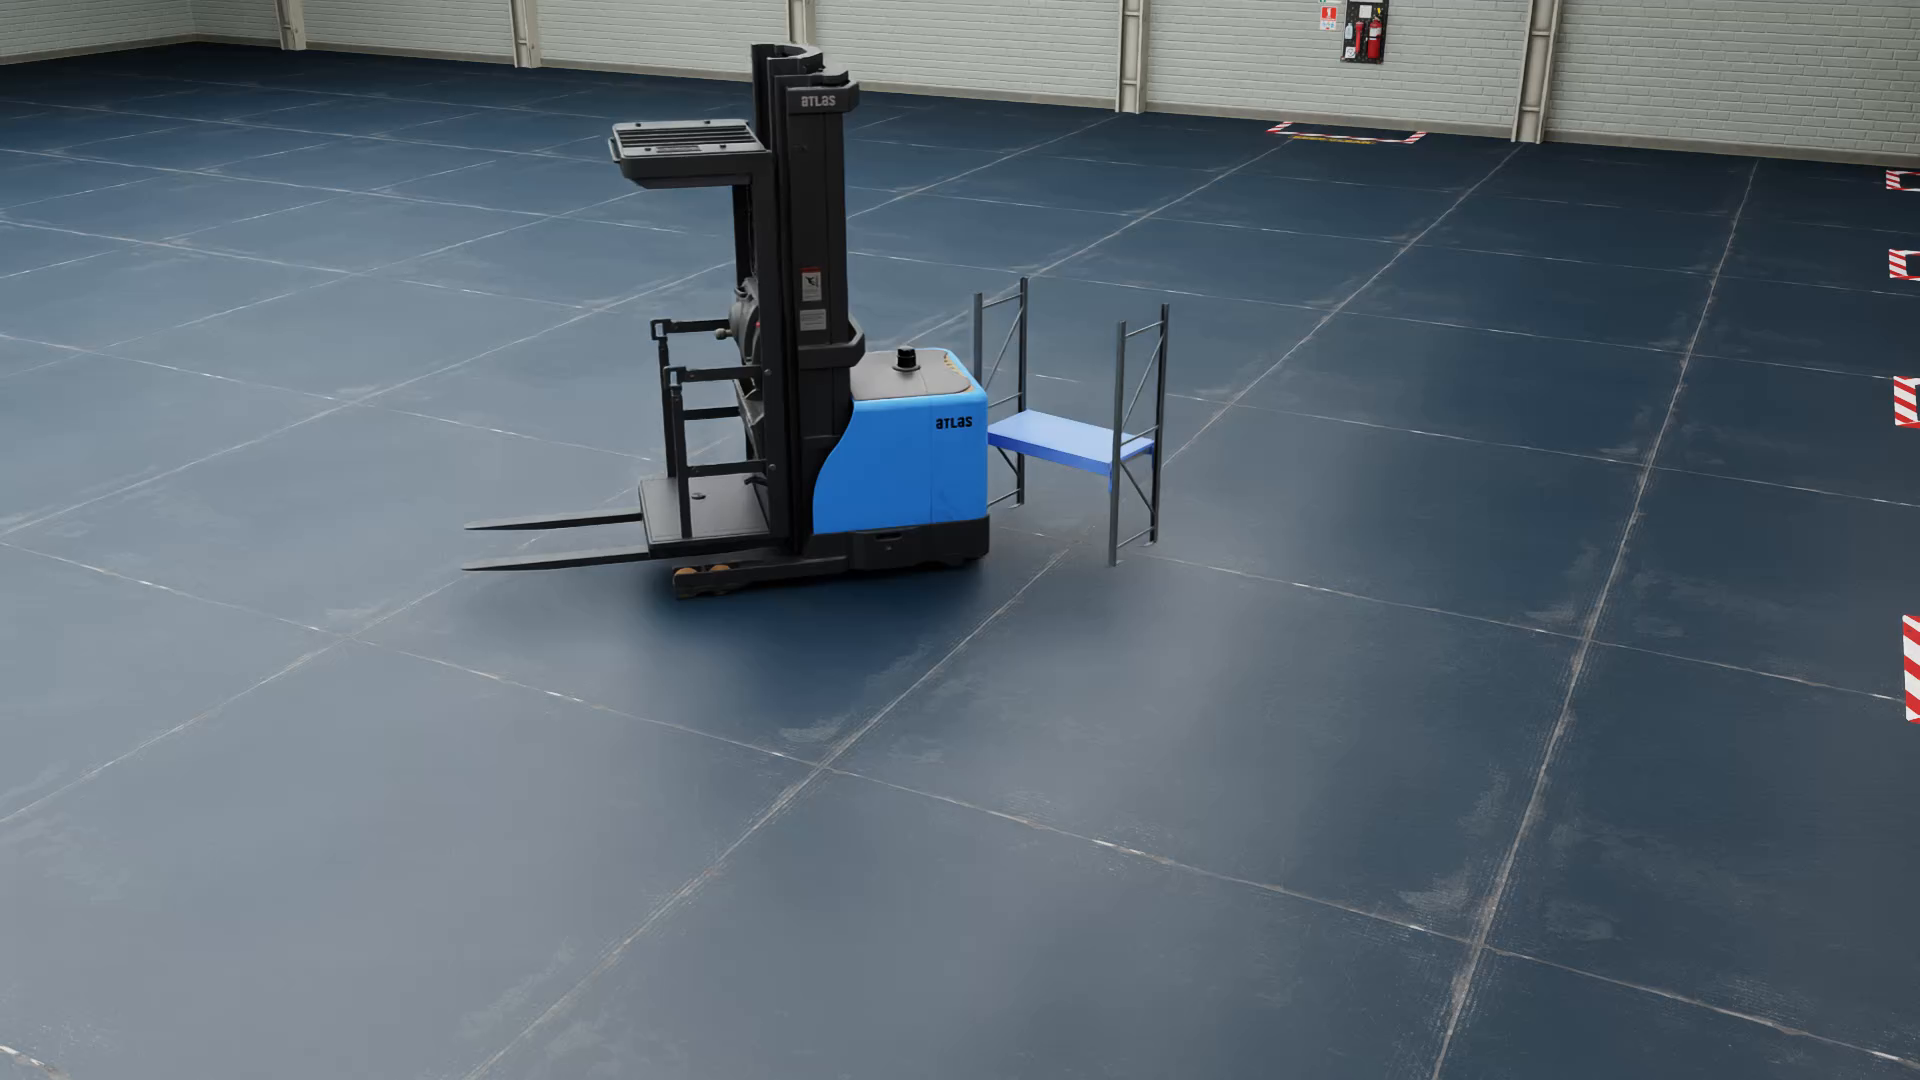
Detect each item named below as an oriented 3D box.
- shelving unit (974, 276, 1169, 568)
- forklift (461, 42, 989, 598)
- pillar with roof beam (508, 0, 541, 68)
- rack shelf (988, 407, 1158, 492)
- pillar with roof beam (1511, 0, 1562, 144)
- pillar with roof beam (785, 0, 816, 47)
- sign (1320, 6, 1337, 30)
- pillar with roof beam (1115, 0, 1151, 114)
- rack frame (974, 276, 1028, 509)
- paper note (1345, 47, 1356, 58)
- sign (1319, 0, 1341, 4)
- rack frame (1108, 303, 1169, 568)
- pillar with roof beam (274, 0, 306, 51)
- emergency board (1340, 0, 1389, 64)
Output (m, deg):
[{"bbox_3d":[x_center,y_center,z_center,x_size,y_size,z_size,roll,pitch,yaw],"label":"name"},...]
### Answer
[{"bbox_3d":[0.648,-0.727,10.044,1.048,1.500,0.538,17,29,35],"label":"shelving unit"},{"bbox_3d":[-1.400,-1.248,9.439,3.031,2.935,1.130,-5,24,-13],"label":"forklift"},{"bbox_3d":[-9.985,-11.458,25.694,0.400,9.000,9.100,11,25,25],"label":"pillar with roof beam"},{"bbox_3d":[0.648,-0.562,10.115,1.000,0.185,0.538,17,29,35],"label":"rack shelf"},{"bbox_3d":[6.078,-8.280,18.220,0.400,9.000,9.100,11,25,25],"label":"pillar with roof beam"},{"bbox_3d":[-4.631,-10.399,23.203,0.400,9.000,9.100,11,25,25],"label":"pillar with roof beam"},{"bbox_3d":[5.385,-7.622,24.295,0.234,0.329,0.001,11,25,25],"label":"sign"},{"bbox_3d":[0.724,-9.339,20.712,0.400,9.000,9.100,11,25,25],"label":"pillar with roof beam"},{"bbox_3d":[0.251,-0.851,10.335,0.032,1.500,0.500,17,29,35],"label":"rack frame"},{"bbox_3d":[5.706,-7.122,24.290,0.142,0.148,0.016,11,25,25],"label":"paper note"},{"bbox_3d":[5.386,-7.862,24.182,0.331,0.109,0.001,11,25,25],"label":"sign"},{"bbox_3d":[1.046,-0.604,9.753,0.032,1.500,0.500,17,29,35],"label":"rack frame"},{"bbox_3d":[-15.340,-12.518,28.186,0.400,9.000,9.100,11,25,25],"label":"pillar with roof beam"},{"bbox_3d":[5.832,-7.472,23.987,0.643,1.169,0.194,11,25,25],"label":"emergency board"}]
